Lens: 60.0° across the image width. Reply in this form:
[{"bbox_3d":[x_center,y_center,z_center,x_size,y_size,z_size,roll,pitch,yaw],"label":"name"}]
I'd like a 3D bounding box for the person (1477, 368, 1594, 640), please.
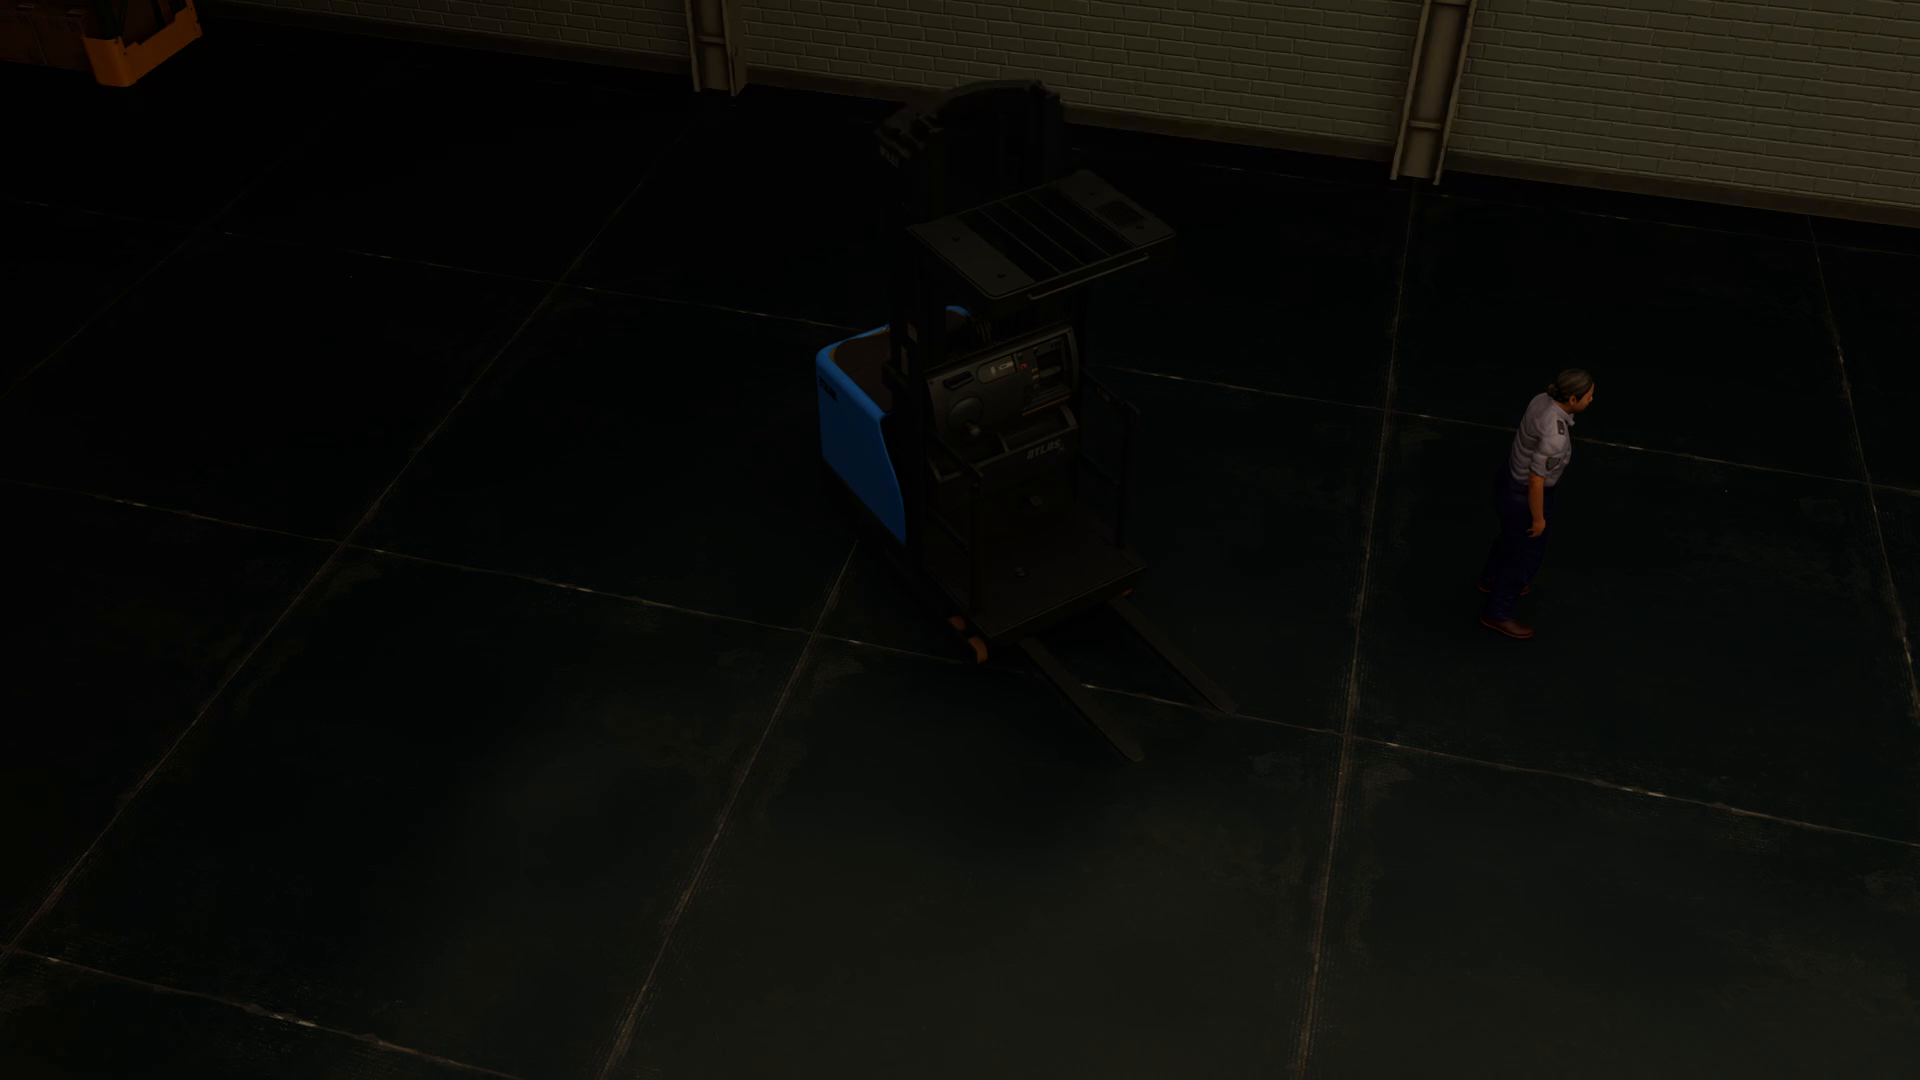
[{"bbox_3d":[3.123,-0.239,9.108,0.373,1.650,0.549,6,42,7],"label":"person"}]

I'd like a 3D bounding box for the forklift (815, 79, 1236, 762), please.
[{"bbox_3d":[0.353,-0.763,8.732,1.130,2.935,3.031,-23,46,-24],"label":"forklift"}]
